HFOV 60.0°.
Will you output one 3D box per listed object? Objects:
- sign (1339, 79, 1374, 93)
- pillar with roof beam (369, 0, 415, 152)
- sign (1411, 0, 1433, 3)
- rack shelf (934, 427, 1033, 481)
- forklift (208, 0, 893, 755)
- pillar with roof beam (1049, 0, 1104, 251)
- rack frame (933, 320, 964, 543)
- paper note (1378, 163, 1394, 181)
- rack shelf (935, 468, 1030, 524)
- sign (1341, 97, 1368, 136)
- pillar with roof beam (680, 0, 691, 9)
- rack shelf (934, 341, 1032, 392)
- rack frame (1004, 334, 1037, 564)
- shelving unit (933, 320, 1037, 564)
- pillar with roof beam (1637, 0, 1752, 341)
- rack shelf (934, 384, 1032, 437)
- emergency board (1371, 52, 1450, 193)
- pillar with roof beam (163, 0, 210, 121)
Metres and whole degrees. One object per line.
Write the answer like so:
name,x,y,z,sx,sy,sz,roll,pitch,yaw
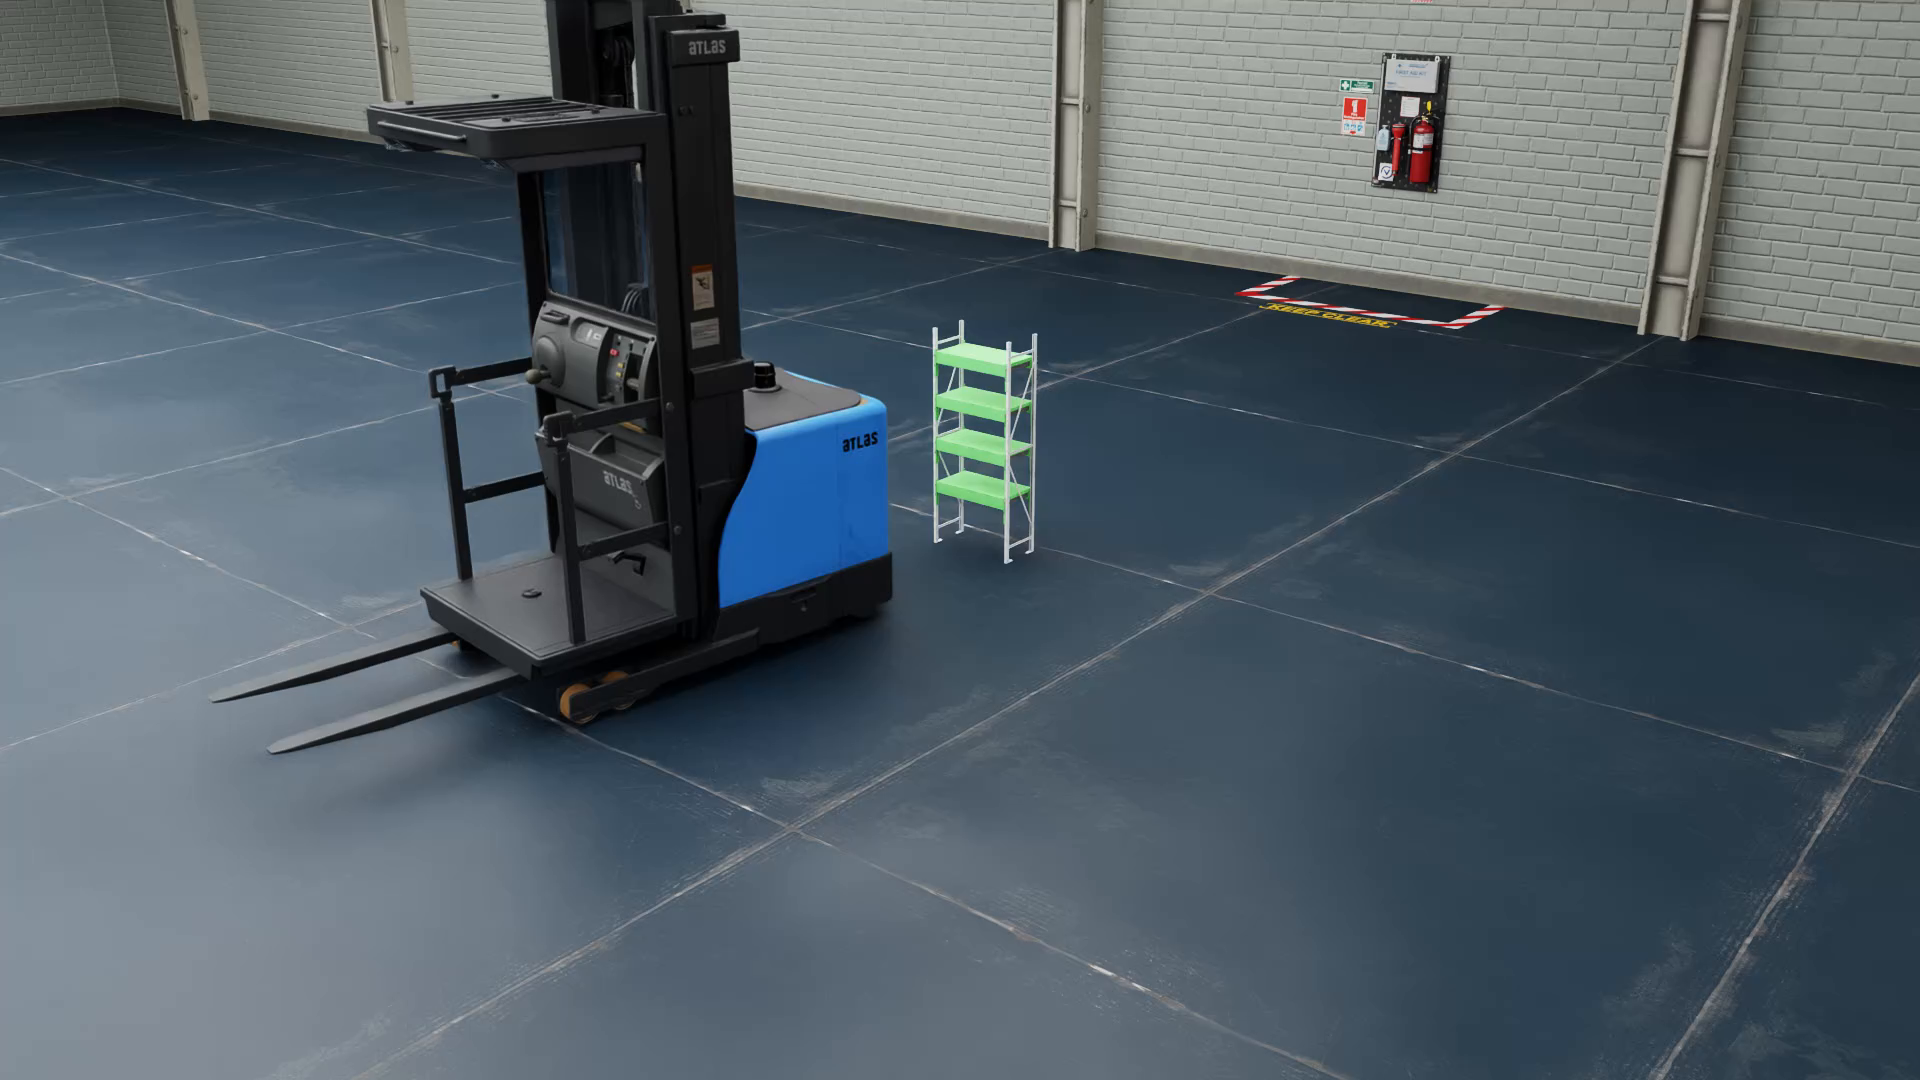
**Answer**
sign,3.557,-4.071,14.910,0.331,0.109,0.001,16,26,36
pillar with roof beam,-10.855,-8.742,19.597,0.400,9.000,9.100,16,26,36
sign,3.979,-4.772,14.285,0.199,0.298,0.001,16,26,36
rack shelf,0.128,-0.465,8.881,0.480,0.148,0.258,16,26,36
forklift,-1.753,-0.795,7.122,3.031,2.935,1.130,-18,27,-40
pillar with roof beam,-1.558,-6.065,12.498,0.400,9.000,9.100,16,26,36
rack frame,-0.061,-0.579,9.003,0.015,1.200,0.240,16,26,36
paper note,3.829,-3.304,14.927,0.142,0.148,0.016,16,26,36
rack shelf,0.128,-0.240,8.966,0.480,0.148,0.258,16,26,36
sign,3.559,-3.826,15.012,0.234,0.329,0.001,16,26,36
pillar with roof beam,-6.206,-7.404,16.047,0.400,9.000,9.100,16,26,36
rack shelf,0.128,-0.914,8.712,0.480,0.148,0.258,16,26,36
rack frame,0.317,-0.470,8.714,0.015,1.200,0.240,16,26,36
shelving unit,0.128,-0.524,8.859,0.503,1.200,0.258,16,26,36
pillar with roof beam,3.090,-4.726,8.948,0.400,9.000,9.100,16,26,36
rack shelf,0.128,-0.689,8.796,0.480,0.148,0.258,16,26,36
emergency board,3.922,-3.658,14.617,0.643,1.169,0.194,16,26,36
pillar with roof beam,-15.503,-10.081,23.147,0.400,9.000,9.100,16,26,36
